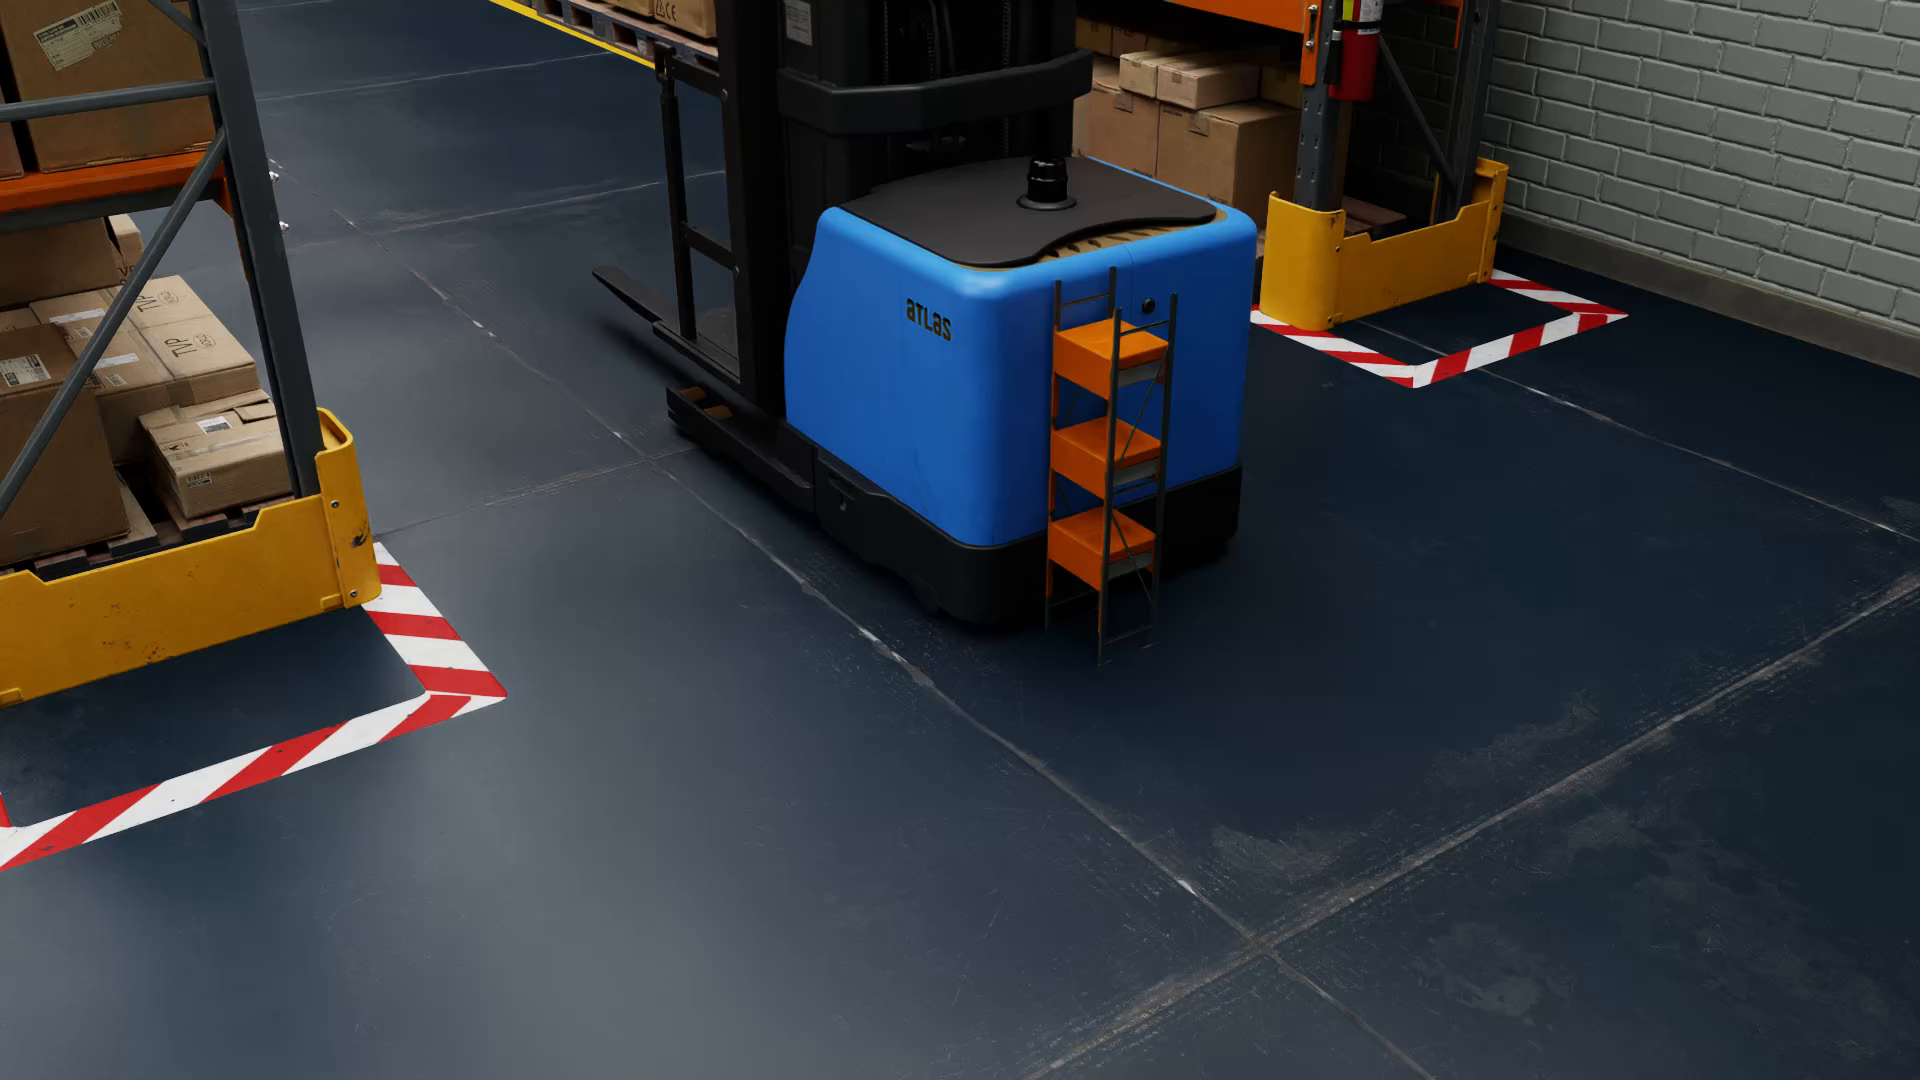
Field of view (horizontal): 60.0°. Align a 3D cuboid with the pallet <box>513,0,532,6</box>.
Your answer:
[{"bbox_3d":[-3.291,-4.588,13.476,1.003,0.211,1.213,-19,34,-31],"label":"pallet"}]

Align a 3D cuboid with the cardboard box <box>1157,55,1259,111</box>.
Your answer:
[{"bbox_3d":[1.091,-2.014,7.315,0.380,0.149,0.250,-19,34,-31],"label":"cardboard box"}]

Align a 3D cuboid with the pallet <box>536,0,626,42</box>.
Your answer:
[{"bbox_3d":[-2.443,-3.956,12.314,1.003,0.211,1.213,-19,34,-31],"label":"pallet"}]

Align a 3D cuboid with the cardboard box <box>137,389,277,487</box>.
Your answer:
[{"bbox_3d":[-2.339,-0.330,5.222,0.380,0.166,0.250,-19,34,-31],"label":"cardboard box"}]

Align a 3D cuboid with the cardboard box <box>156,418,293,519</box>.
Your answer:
[{"bbox_3d":[-2.194,-0.225,5.047,0.380,0.149,0.250,-19,34,-31],"label":"cardboard box"}]

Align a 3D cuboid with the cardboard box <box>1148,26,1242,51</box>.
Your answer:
[{"bbox_3d":[1.110,-2.315,7.870,0.380,0.149,0.250,-18,34,-30],"label":"cardboard box"}]

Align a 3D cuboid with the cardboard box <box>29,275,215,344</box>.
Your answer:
[{"bbox_3d":[-2.896,-0.690,5.797,0.500,0.250,0.500,-19,34,-31],"label":"cardboard box"}]

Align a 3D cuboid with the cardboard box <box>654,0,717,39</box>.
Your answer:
[{"bbox_3d":[-1.520,-3.755,10.834,0.750,0.750,0.750,-18,33,-29],"label":"cardboard box"}]

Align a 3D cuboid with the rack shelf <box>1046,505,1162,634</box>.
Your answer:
[{"bbox_3d":[0.397,0.069,4.627,0.215,0.259,0.240,-18,33,-30],"label":"rack shelf"}]

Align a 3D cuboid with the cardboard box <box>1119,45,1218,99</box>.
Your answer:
[{"bbox_3d":[0.942,-2.113,7.497,0.380,0.149,0.250,-18,33,-29],"label":"cardboard box"}]

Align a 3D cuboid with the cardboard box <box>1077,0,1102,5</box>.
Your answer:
[{"bbox_3d":[0.516,-2.712,8.601,0.380,0.149,0.250,-18,33,-30],"label":"cardboard box"}]

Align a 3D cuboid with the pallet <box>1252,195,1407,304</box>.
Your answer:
[{"bbox_3d":[1.274,-1.463,7.722,1.003,0.211,1.213,-19,34,-31],"label":"pallet"}]

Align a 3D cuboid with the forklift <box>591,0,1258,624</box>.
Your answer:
[{"bbox_3d":[-0.387,-1.707,5.321,1.130,2.935,3.031,-18,33,-30],"label":"forklift"}]

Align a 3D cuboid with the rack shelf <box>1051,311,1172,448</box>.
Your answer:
[{"bbox_3d":[0.397,-0.425,4.359,0.215,0.259,0.240,-18,33,-30],"label":"rack shelf"}]

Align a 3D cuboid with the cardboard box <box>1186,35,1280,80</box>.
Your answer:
[{"bbox_3d":[1.255,-2.218,7.690,0.380,0.149,0.250,-19,34,-31],"label":"cardboard box"}]

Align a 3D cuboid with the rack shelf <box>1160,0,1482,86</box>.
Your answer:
[{"bbox_3d":[0.641,-2.860,8.128,1.077,0.370,4.000,-19,34,-31],"label":"rack shelf"}]

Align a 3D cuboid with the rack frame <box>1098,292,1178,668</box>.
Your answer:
[{"bbox_3d":[0.466,-0.137,4.401,0.200,1.050,0.008,-18,33,-30],"label":"rack frame"}]

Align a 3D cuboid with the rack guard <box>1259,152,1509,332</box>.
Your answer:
[{"bbox_3d":[1.815,-1.291,7.104,1.175,0.500,0.348,-19,34,-31],"label":"rack guard"}]

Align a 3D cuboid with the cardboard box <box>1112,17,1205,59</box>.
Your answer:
[{"bbox_3d":[0.962,-2.414,8.052,0.380,0.149,0.250,-18,33,-30],"label":"cardboard box"}]

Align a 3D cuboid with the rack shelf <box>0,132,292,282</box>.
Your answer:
[{"bbox_3d":[-3.392,-1.488,5.600,1.077,0.370,4.000,-19,34,-31],"label":"rack shelf"}]

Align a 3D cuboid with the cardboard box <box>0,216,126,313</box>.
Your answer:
[{"bbox_3d":[-3.458,-0.949,6.008,0.797,0.503,0.637,-19,34,-31],"label":"cardboard box"}]

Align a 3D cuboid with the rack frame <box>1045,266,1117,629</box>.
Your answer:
[{"bbox_3d":[0.328,-0.233,4.578,0.200,1.050,0.008,-18,33,-30],"label":"rack frame"}]

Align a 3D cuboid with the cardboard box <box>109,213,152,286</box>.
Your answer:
[{"bbox_3d":[-3.555,-1.158,6.596,0.500,0.311,0.500,-19,34,-31],"label":"cardboard box"}]

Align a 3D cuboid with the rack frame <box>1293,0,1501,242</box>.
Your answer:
[{"bbox_3d":[1.801,-2.399,6.524,1.000,3.000,0.127,-19,34,-31],"label":"rack frame"}]

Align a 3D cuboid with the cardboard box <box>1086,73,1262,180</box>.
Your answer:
[{"bbox_3d":[1.024,-1.924,7.829,0.700,0.500,0.500,-19,34,-31],"label":"cardboard box"}]

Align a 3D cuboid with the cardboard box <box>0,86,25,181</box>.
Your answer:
[{"bbox_3d":[-2.713,-1.169,4.154,0.500,0.500,0.500,-18,33,-29],"label":"cardboard box"}]

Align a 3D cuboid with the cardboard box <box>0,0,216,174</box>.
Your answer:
[{"bbox_3d":[-2.274,-1.316,4.425,0.500,0.500,0.500,-18,33,-30],"label":"cardboard box"}]

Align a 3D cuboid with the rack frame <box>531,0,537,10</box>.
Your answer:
[{"bbox_3d":[-2.839,-5.509,12.251,1.000,3.000,0.127,-19,34,-31],"label":"rack frame"}]

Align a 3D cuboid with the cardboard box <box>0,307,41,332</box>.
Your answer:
[{"bbox_3d":[-3.274,-0.532,5.507,0.500,0.250,0.500,-19,34,-31],"label":"cardboard box"}]

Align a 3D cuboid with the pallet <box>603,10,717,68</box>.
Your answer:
[{"bbox_3d":[-1.740,-3.482,11.441,1.003,0.211,1.213,-19,34,-31],"label":"pallet"}]

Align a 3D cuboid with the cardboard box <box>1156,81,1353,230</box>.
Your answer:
[{"bbox_3d":[1.314,-1.729,7.471,0.700,0.500,0.500,-19,34,-31],"label":"cardboard box"}]

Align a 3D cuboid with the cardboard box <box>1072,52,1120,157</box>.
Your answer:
[{"bbox_3d":[0.731,-2.119,8.188,0.700,0.500,0.500,-20,34,-32],"label":"cardboard box"}]

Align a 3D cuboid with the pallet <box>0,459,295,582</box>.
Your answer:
[{"bbox_3d":[-2.739,-0.140,5.287,1.003,0.211,1.213,-19,34,-31],"label":"pallet"}]

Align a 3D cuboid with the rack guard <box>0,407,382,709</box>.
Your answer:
[{"bbox_3d":[-2.276,0.043,4.647,1.175,0.500,0.348,-19,34,-31],"label":"rack guard"}]

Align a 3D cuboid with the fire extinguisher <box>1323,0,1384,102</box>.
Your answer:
[{"bbox_3d":[1.513,-2.015,6.288,0.296,0.674,0.183,-19,34,-31],"label":"fire extinguisher"}]

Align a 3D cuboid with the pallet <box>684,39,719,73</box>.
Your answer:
[{"bbox_3d":[-1.028,-3.008,10.567,1.003,0.211,1.213,-19,34,-31],"label":"pallet"}]

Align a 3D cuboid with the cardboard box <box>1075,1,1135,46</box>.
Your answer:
[{"bbox_3d":[0.666,-2.612,8.416,0.380,0.149,0.250,-19,34,-31],"label":"cardboard box"}]

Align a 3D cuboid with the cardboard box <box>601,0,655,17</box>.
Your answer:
[{"bbox_3d":[-2.016,-4.084,11.440,0.750,0.750,0.750,-19,34,-31],"label":"cardboard box"}]

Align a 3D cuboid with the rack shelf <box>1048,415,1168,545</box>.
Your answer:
[{"bbox_3d":[0.397,-0.175,4.495,0.215,0.259,0.240,-18,33,-30],"label":"rack shelf"}]

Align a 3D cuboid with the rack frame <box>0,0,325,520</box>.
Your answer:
[{"bbox_3d":[-2.232,-1.026,3.996,1.000,3.000,0.127,-19,34,-31],"label":"rack frame"}]

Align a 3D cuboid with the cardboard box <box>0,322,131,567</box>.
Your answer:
[{"bbox_3d":[-2.748,-0.264,4.752,0.500,0.500,0.500,-19,34,-31],"label":"cardboard box"}]

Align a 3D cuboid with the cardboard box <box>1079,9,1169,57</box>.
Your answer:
[{"bbox_3d":[0.813,-2.514,8.235,0.380,0.149,0.250,-18,33,-30],"label":"cardboard box"}]

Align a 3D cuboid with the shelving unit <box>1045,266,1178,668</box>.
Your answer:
[{"bbox_3d":[0.397,-0.185,4.490,0.215,1.050,0.252,-18,33,-30],"label":"shelving unit"}]

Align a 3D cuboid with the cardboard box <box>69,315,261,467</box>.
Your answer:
[{"bbox_3d":[-2.606,-0.495,5.439,0.500,0.250,0.500,-19,34,-31],"label":"cardboard box"}]

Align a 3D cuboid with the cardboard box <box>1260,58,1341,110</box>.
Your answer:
[{"bbox_3d":[1.549,-2.021,7.328,0.380,0.149,0.250,-19,34,-30],"label":"cardboard box"}]
